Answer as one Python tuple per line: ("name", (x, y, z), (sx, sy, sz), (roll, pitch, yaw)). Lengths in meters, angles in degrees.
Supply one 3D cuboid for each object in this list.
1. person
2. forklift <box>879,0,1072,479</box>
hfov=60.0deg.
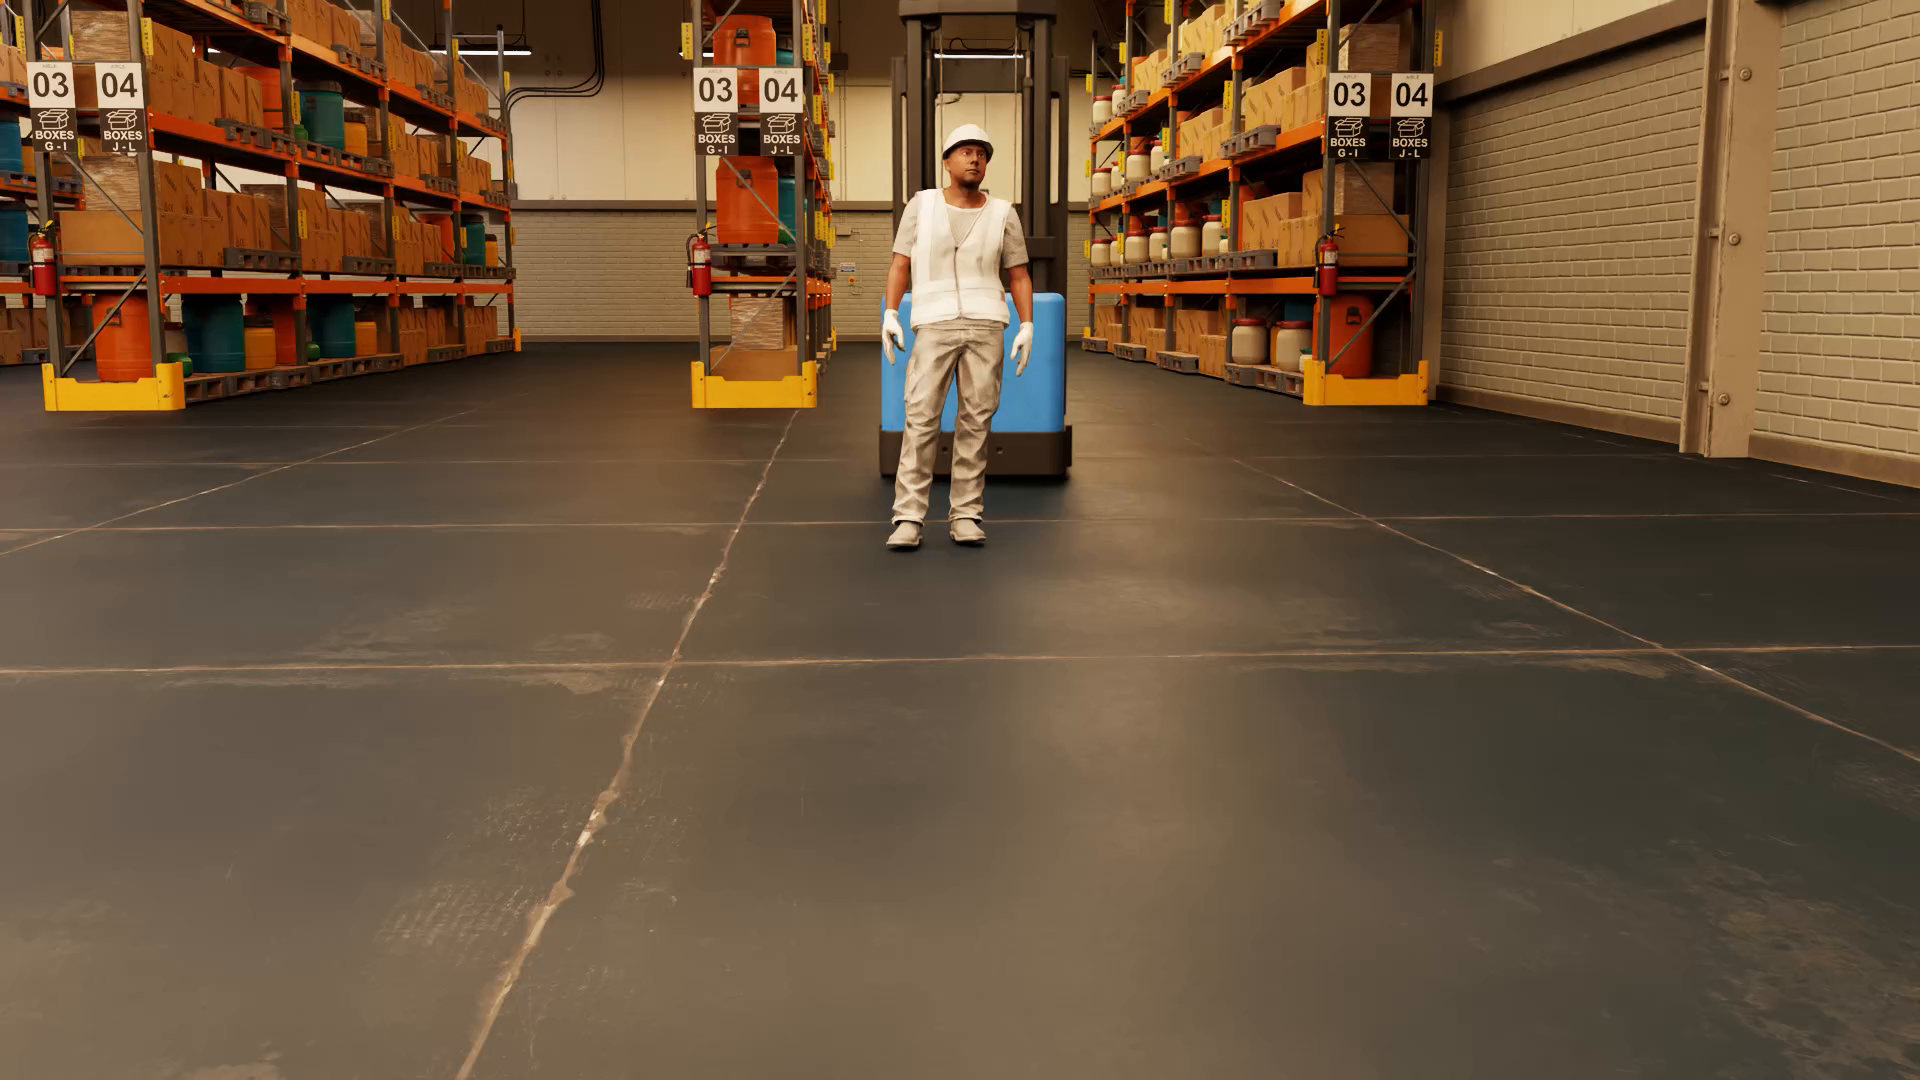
("person", (-0.005, -0.879, 7.107), (0.656, 1.782, 0.577), (-1, 8, -4))
("forklift", (0.137, -1.964, 10.555), (1.130, 2.935, 3.031), (0, 8, 3))
